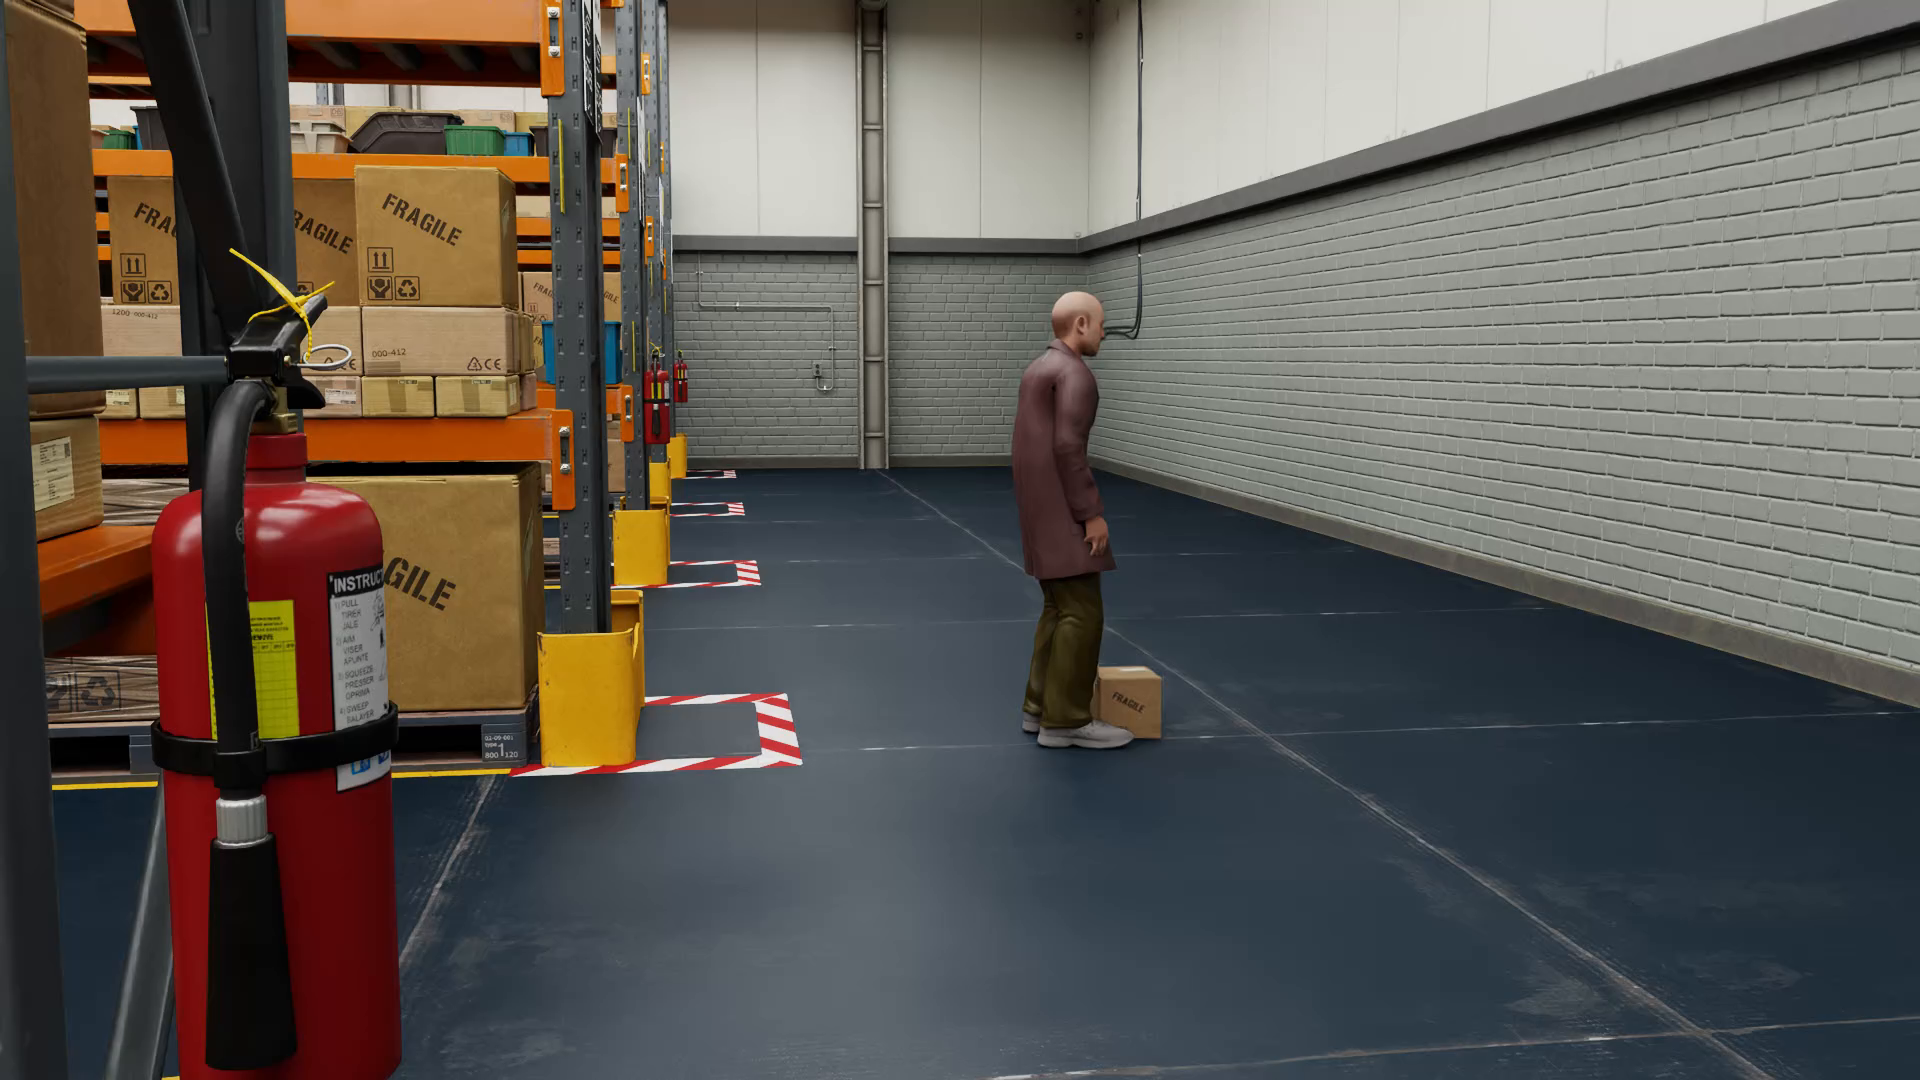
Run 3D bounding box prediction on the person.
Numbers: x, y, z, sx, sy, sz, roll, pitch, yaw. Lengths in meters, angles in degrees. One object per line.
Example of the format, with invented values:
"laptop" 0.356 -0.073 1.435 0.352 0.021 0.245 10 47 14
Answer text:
"person" 0.426 -0.092 6.606 0.426 1.774 0.622 -1 6 -11
